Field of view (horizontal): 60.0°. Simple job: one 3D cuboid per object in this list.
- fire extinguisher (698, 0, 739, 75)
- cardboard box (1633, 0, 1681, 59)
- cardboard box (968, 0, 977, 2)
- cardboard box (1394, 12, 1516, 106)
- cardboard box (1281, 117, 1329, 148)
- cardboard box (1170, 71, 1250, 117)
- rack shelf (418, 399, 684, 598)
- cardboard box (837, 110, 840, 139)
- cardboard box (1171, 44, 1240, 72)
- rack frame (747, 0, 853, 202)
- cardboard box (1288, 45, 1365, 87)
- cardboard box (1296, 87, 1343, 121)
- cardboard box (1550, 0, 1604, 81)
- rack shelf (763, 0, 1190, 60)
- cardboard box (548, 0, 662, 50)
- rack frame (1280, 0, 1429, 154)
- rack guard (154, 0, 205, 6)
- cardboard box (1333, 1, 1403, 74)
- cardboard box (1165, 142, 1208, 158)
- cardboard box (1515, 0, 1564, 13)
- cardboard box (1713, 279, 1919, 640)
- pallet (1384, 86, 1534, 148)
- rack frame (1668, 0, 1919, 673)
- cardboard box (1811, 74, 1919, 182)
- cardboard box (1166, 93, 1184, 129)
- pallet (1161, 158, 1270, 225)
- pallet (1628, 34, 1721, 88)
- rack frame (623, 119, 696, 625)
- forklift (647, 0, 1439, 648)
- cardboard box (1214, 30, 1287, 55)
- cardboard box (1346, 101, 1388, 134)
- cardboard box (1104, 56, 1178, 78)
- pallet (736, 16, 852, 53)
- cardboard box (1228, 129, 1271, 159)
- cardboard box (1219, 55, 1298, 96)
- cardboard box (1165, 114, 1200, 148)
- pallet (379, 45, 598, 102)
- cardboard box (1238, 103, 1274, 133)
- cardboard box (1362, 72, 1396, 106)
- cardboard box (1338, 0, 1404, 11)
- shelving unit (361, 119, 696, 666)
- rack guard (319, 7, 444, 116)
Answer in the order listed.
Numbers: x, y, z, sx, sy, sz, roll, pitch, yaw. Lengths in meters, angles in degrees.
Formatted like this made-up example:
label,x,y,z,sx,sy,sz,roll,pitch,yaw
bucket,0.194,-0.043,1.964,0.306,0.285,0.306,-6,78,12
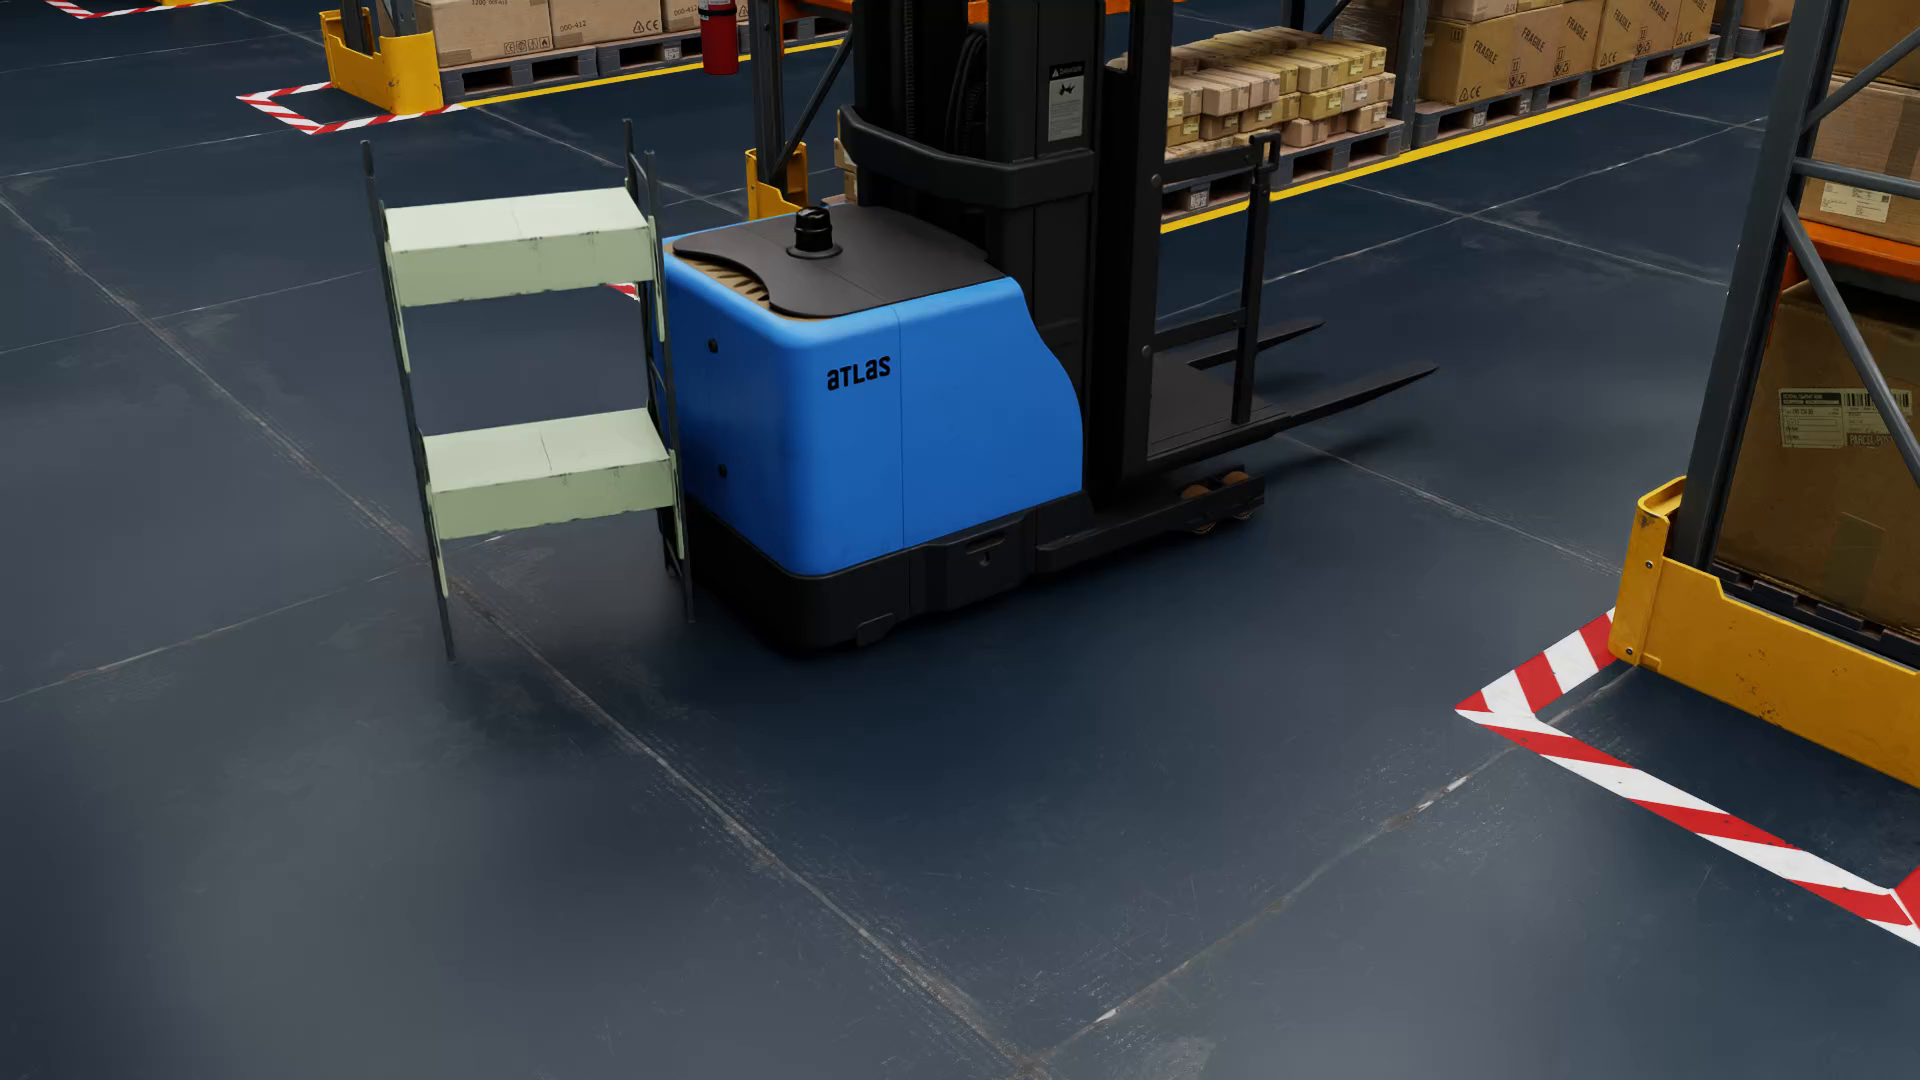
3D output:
label,x,y,z,sx,sy,sz,roll,pitch,yaw
fire extinguisher,-1.139,-2.535,7.789,0.183,0.674,0.296,-22,35,-35
cardboard box,4.709,-3.723,11.740,0.500,0.500,0.500,-20,34,-33
cardboard box,-0.022,-2.609,7.716,0.250,0.149,0.380,-20,34,-33
cardboard box,3.129,-3.083,10.542,0.500,0.500,0.500,-20,34,-33
cardboard box,1.906,-2.401,9.640,0.250,0.149,0.380,-23,36,-36
cardboard box,1.348,-2.432,9.066,0.250,0.149,0.380,-23,36,-37
rack shelf,-1.258,-0.140,5.112,0.720,0.370,0.431,-9,30,-17
cardboard box,-0.410,-2.088,8.423,0.250,0.149,0.380,-21,35,-34
cardboard box,1.406,-2.782,9.721,0.250,0.149,0.380,-23,36,-36
rack frame,-0.648,-2.645,7.517,0.127,3.000,1.000,-22,35,-35
cardboard box,2.124,-2.765,9.689,0.250,0.149,0.380,-21,35,-34
cardboard box,1.971,-2.542,9.588,0.250,0.149,0.380,-23,36,-37
cardboard box,3.920,-3.410,11.155,0.500,0.500,0.500,-21,35,-34
rack shelf,0.873,-2.940,8.832,4.000,0.370,1.077,-22,35,-35
cardboard box,-2.810,-3.965,12.260,0.875,0.438,0.875,-21,34,-34
rack frame,2.395,-3.869,9.807,0.127,3.000,1.000,-22,35,-35
rack guard,-7.105,-5.089,14.742,0.348,0.500,1.175,-22,35,-35
cardboard box,2.794,-3.268,10.890,0.500,0.500,0.500,-23,36,-36
cardboard box,1.126,-2.097,9.070,0.250,0.149,0.380,-22,35,-35
cardboard box,3.532,-3.578,10.673,0.500,0.250,0.500,-21,34,-34
cardboard box,2.929,-0.309,4.954,0.875,0.875,0.875,-22,35,-35
pallet,2.986,-2.878,10.911,1.213,0.211,1.003,-22,35,-35
rack frame,2.494,-0.836,4.132,0.127,3.000,1.000,-22,35,-35
cardboard box,2.691,-1.144,4.552,0.500,0.250,0.500,-23,35,-36
cardboard box,0.959,-2.284,8.789,0.250,0.149,0.380,-21,35,-34
pallet,0.978,-2.046,9.354,1.213,0.211,1.003,-22,35,-35
pallet,4.842,-3.624,12.308,1.213,0.211,1.003,-22,35,-35
rack frame,-0.913,-0.484,5.065,0.023,1.500,0.400,-9,30,-17
forklift,0.467,-1.499,5.446,3.031,2.935,1.130,-19,33,-31
cardboard box,1.750,-2.965,10.064,0.250,0.149,0.380,-20,34,-33
cardboard box,2.318,-2.555,9.927,0.250,0.149,0.380,-21,35,-34
cardboard box,1.006,-2.621,9.419,0.250,0.149,0.380,-24,36,-37
pallet,-1.524,-4.179,13.345,1.213,0.211,1.003,-22,35,-35
cardboard box,1.530,-2.238,9.335,0.250,0.149,0.380,-22,35,-35
cardboard box,1.692,-2.635,9.445,0.250,0.149,0.380,-21,34,-33
cardboard box,1.088,-2.274,9.087,0.250,0.149,0.380,-20,34,-33
pallet,-3.380,-3.432,11.948,1.213,0.211,1.003,-22,35,-35
cardboard box,1.536,-2.416,9.351,0.250,0.149,0.380,-21,35,-34
cardboard box,2.361,-2.718,9.916,0.250,0.149,0.380,-21,35,-34
cardboard box,2.797,-3.601,10.717,0.500,0.250,0.500,-23,36,-36
shelving unit,-1.258,-0.427,4.958,0.755,1.500,0.431,-9,30,-17
rack guard,-3.956,-3.280,11.356,0.348,0.500,1.175,-22,35,-35
